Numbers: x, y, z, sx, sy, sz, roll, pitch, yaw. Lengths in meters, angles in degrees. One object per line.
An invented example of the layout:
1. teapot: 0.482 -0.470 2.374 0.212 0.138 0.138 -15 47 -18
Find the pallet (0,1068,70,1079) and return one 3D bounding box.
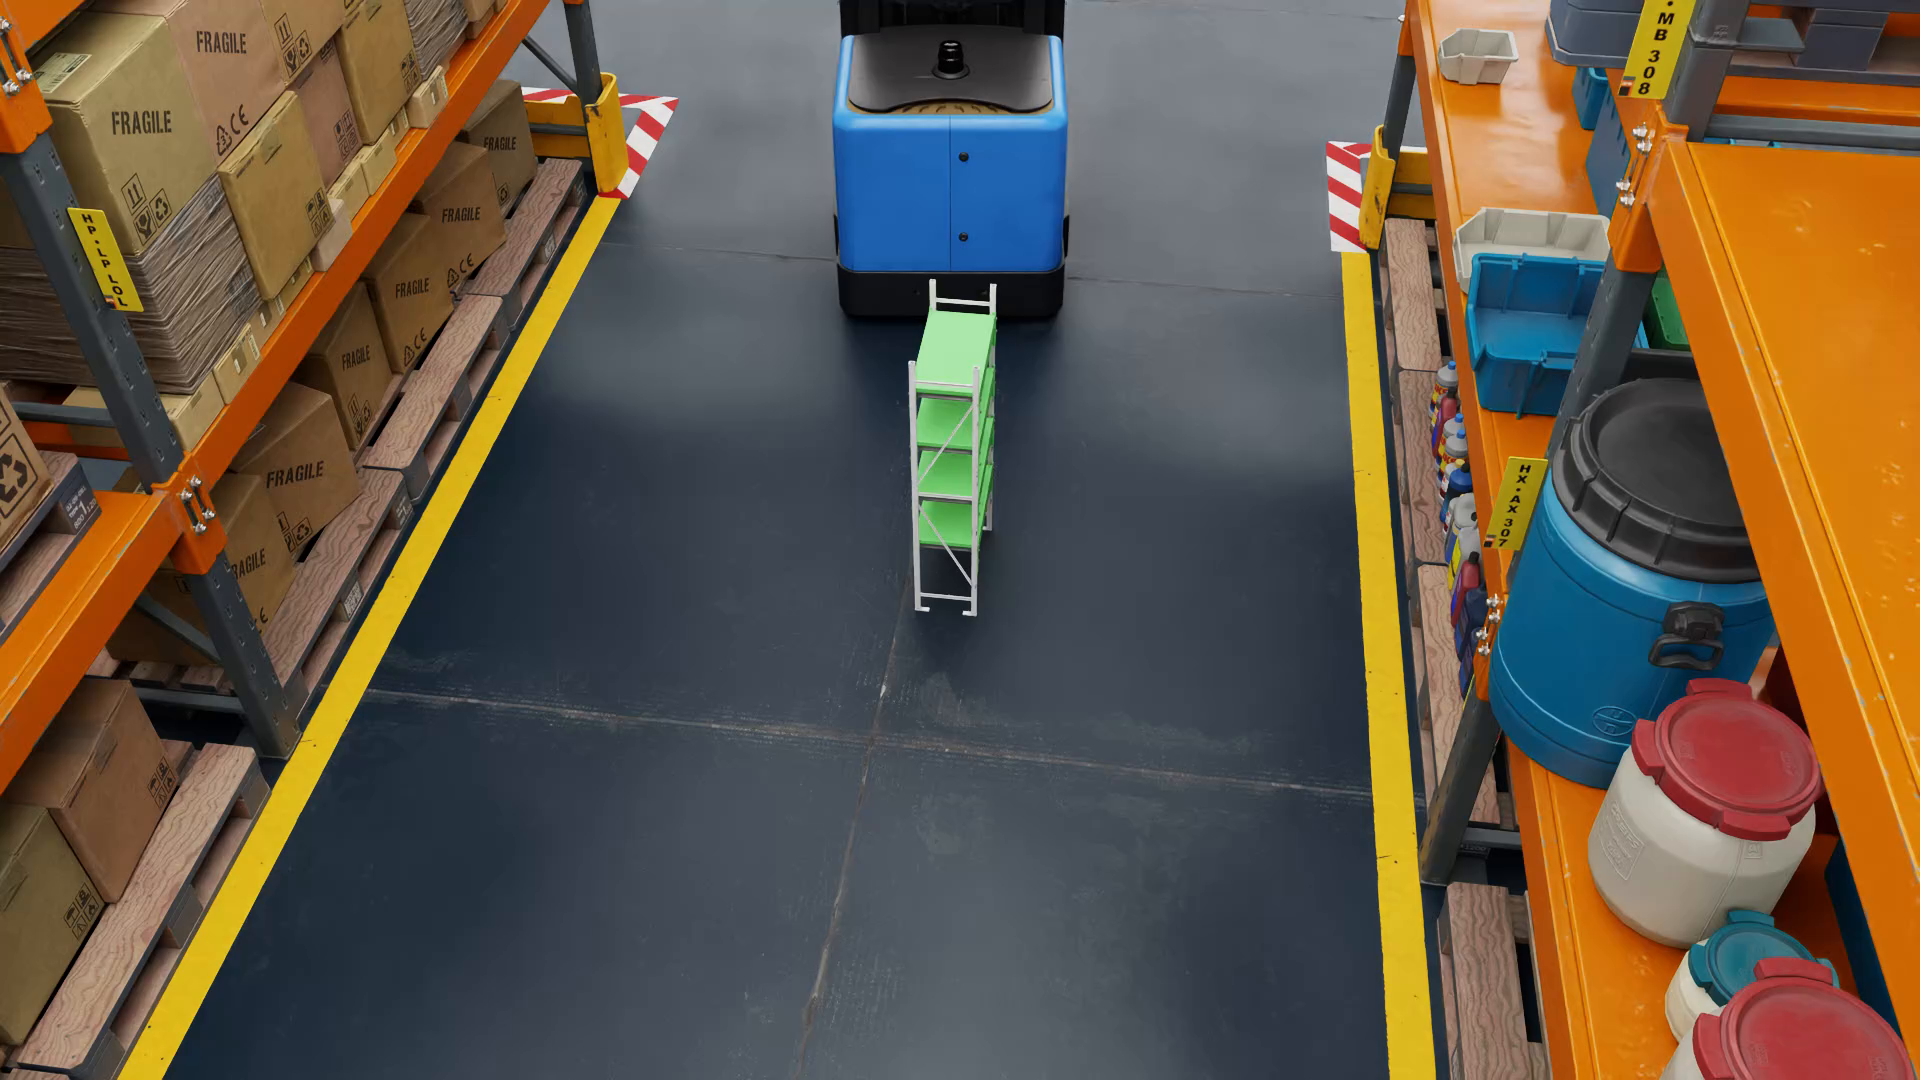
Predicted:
1. pallet: -3.136 1.990 4.495 1.003 0.211 1.213 5 44 6

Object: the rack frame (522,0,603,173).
1. rack frame: -2.347 -3.113 7.856 1.000 3.000 0.127 5 44 6

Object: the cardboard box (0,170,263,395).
1. cardboard box: -2.755 -0.833 5.159 0.875 0.500 0.500 5 44 6

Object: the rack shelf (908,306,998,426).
1. rack shelf: -0.022 -0.625 5.932 0.258 0.148 0.480 5 44 6

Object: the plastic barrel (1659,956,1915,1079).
1. plastic barrel: 1.593 1.146 3.260 0.433 0.535 0.433 0 43 0

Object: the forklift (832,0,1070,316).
1. forklift: -0.036 -3.097 7.889 1.130 2.935 3.031 0 43 0

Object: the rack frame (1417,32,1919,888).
1. rack frame: 2.034 0.063 4.502 1.000 3.000 0.127 5 44 6

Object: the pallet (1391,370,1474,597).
1. pallet: 2.323 -0.212 6.821 1.003 0.211 1.213 5 44 6

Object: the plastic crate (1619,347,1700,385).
1. plastic crate: 2.229 -0.260 4.888 0.767 0.338 0.504 5 44 6

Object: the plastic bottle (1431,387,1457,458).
1. plastic bottle: 1.966 -0.477 6.727 0.061 0.283 0.133 6 44 6

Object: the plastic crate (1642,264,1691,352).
1. plastic crate: 2.493 -0.760 5.525 0.450 0.188 0.662 5 44 6

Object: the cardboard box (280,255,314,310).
1. cardboard box: -2.474 -0.929 5.732 0.380 0.149 0.250 5 44 6

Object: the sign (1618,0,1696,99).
1. sign: 1.490 -1.087 3.528 0.100 0.325 0.005 5 44 6

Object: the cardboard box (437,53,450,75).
1. cardboard box: -2.329 -1.956 6.817 0.380 0.149 0.250 5 44 6

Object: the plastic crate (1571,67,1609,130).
1. plastic crate: 2.702 -1.799 6.576 0.499 0.251 0.408 5 44 6

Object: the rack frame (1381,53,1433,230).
1. rack frame: 2.563 -2.663 7.381 1.000 3.000 0.127 5 44 6

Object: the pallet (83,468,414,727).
1. pallet: -2.822 0.164 6.423 1.003 0.211 1.213 5 44 6

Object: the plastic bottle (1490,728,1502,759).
1. plastic bottle: 1.773 0.644 5.604 0.097 0.201 0.097 0 43 0

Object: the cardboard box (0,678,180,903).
1. cardboard box: -2.978 0.777 5.246 0.700 0.500 0.500 2 43 2

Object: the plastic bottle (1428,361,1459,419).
1. plastic bottle: 2.014 -0.625 6.893 0.097 0.271 0.097 0 43 0

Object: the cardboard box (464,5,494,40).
1. cardboard box: -2.244 -2.295 7.175 0.380 0.149 0.250 5 44 6

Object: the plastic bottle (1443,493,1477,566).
1. plastic bottle: 1.927 -0.034 6.265 0.152 0.276 0.135 6 44 6

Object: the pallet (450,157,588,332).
1. pallet: -2.499 -1.499 8.179 1.003 0.211 1.213 5 44 6

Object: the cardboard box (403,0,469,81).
1. cardboard box: -2.503 -2.197 6.599 0.875 0.500 0.500 5 44 6

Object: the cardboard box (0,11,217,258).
1. cardboard box: -2.564 -1.178 4.796 0.500 0.500 0.500 5 44 6

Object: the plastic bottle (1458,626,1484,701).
1. plastic bottle: 1.834 0.400 5.753 0.144 0.351 0.185 4 44 4

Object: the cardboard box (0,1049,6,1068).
1. cardboard box: -3.133 1.482 4.501 0.700 0.500 0.500 2 43 2

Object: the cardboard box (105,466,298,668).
1. cardboard box: -2.783 0.099 5.976 0.500 0.500 0.500 4 44 4

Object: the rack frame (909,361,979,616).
1. rack frame: -0.054 -0.157 6.043 0.240 1.200 0.015 5 44 6

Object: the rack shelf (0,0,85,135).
1. rack shelf: -2.611 -2.578 5.633 1.077 0.370 4.000 5 44 6

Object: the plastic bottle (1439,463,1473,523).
1. plastic bottle: 1.929 -0.185 6.428 0.097 0.271 0.097 0 43 0

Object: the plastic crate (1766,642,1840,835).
1. plastic crate: 2.273 0.398 4.102 0.402 0.464 0.583 5 44 6

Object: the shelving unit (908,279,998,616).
1. shelving unit: -0.022 -0.323 6.218 0.258 1.200 0.503 5 44 6

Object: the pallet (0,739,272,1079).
1. pallet: -2.977 1.156 5.376 1.003 0.211 1.213 5 44 6

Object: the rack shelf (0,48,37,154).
1. rack shelf: -3.140 0.148 2.754 1.077 0.370 4.000 5 44 6

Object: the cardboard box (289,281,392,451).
1. cardboard box: -2.710 -0.722 6.844 0.500 0.500 0.500 2 43 2

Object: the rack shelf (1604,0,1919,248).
1. rack shelf: 2.299 -2.128 5.157 1.077 0.370 4.000 5 44 6

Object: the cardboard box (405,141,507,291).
1. cardboard box: -2.491 -1.524 7.690 0.500 0.500 0.500 16 46 16

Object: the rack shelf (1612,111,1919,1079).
1. rack shelf: 1.770 0.598 2.278 1.077 0.370 4.000 5 44 6

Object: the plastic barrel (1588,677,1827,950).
1. plastic barrel: 1.690 0.646 3.788 0.433 0.535 0.433 0 43 0

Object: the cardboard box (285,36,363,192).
1. cardboard box: -2.687 -1.520 5.885 0.875 0.500 0.500 5 44 6

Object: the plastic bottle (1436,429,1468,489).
1. plastic bottle: 1.956 -0.323 6.574 0.097 0.271 0.097 0 43 0

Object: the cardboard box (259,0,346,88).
1. cardboard box: -2.433 -1.860 5.516 0.500 0.500 0.500 5 44 6

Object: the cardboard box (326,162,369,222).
1. cardboard box: -2.408 -1.269 6.092 0.380 0.149 0.250 5 44 6

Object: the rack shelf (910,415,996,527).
1. rack shelf: -0.022 -0.276 6.262 0.258 0.148 0.480 5 44 6

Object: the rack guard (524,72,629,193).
1. rack guard: -2.357 -2.154 8.661 1.175 0.500 0.348 5 44 6

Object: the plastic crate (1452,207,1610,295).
1. plastic crate: 1.998 -0.971 5.786 0.530 0.136 0.437 5 44 6

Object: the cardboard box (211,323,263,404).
1. cardboard box: -2.503 -0.584 5.368 0.380 0.149 0.250 5 44 6

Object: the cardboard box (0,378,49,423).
1. cardboard box: -3.138 -0.469 5.247 0.380 0.149 0.250 5 44 6

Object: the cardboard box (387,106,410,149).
1. cardboard box: -2.376 -1.613 6.455 0.380 0.149 0.250 5 44 6

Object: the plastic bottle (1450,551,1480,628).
1. plastic bottle: 1.839 0.179 6.035 0.061 0.283 0.133 8 44 8
